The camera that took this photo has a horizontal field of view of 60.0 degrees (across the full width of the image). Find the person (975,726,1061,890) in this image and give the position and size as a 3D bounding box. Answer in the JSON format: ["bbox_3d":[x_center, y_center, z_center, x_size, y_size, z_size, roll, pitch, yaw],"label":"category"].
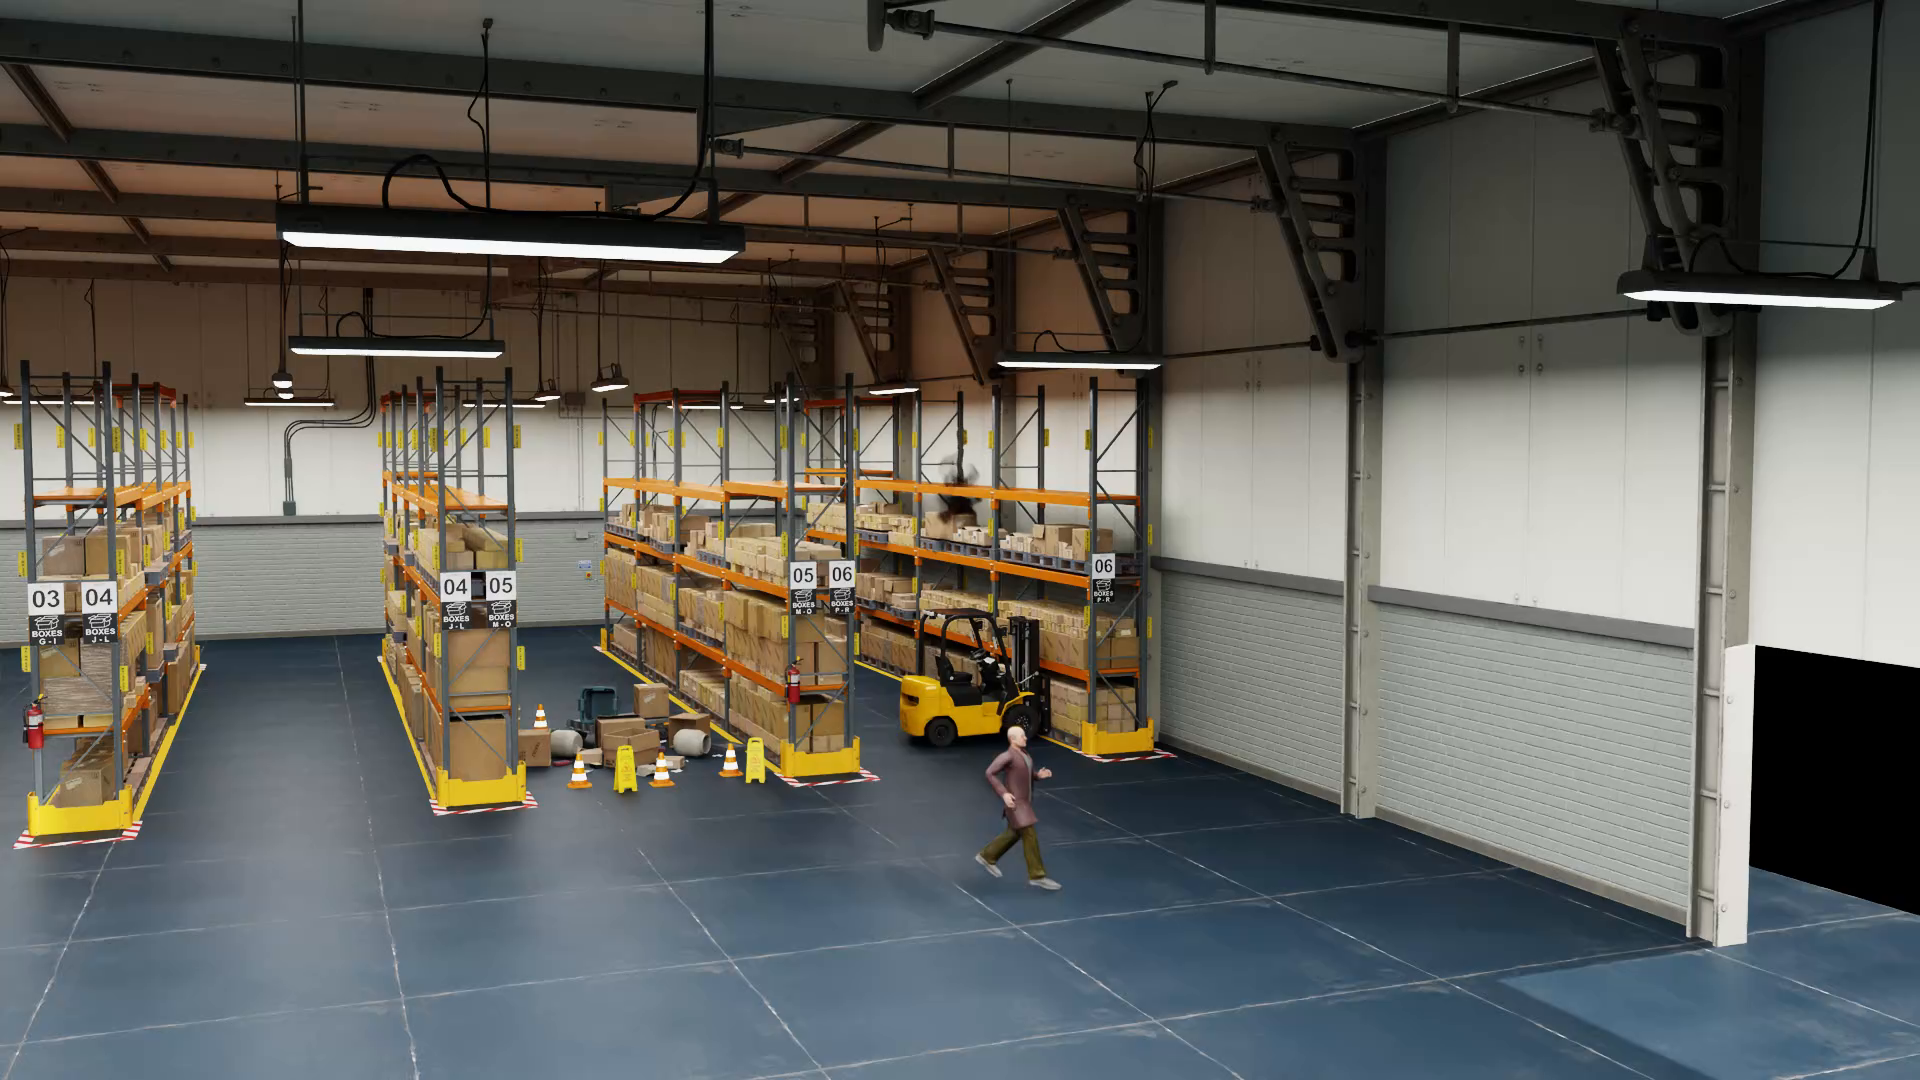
[{"bbox_3d":[0.643,2.965,18.577,1.054,1.775,0.697,1,4,20],"label":"person"}]
